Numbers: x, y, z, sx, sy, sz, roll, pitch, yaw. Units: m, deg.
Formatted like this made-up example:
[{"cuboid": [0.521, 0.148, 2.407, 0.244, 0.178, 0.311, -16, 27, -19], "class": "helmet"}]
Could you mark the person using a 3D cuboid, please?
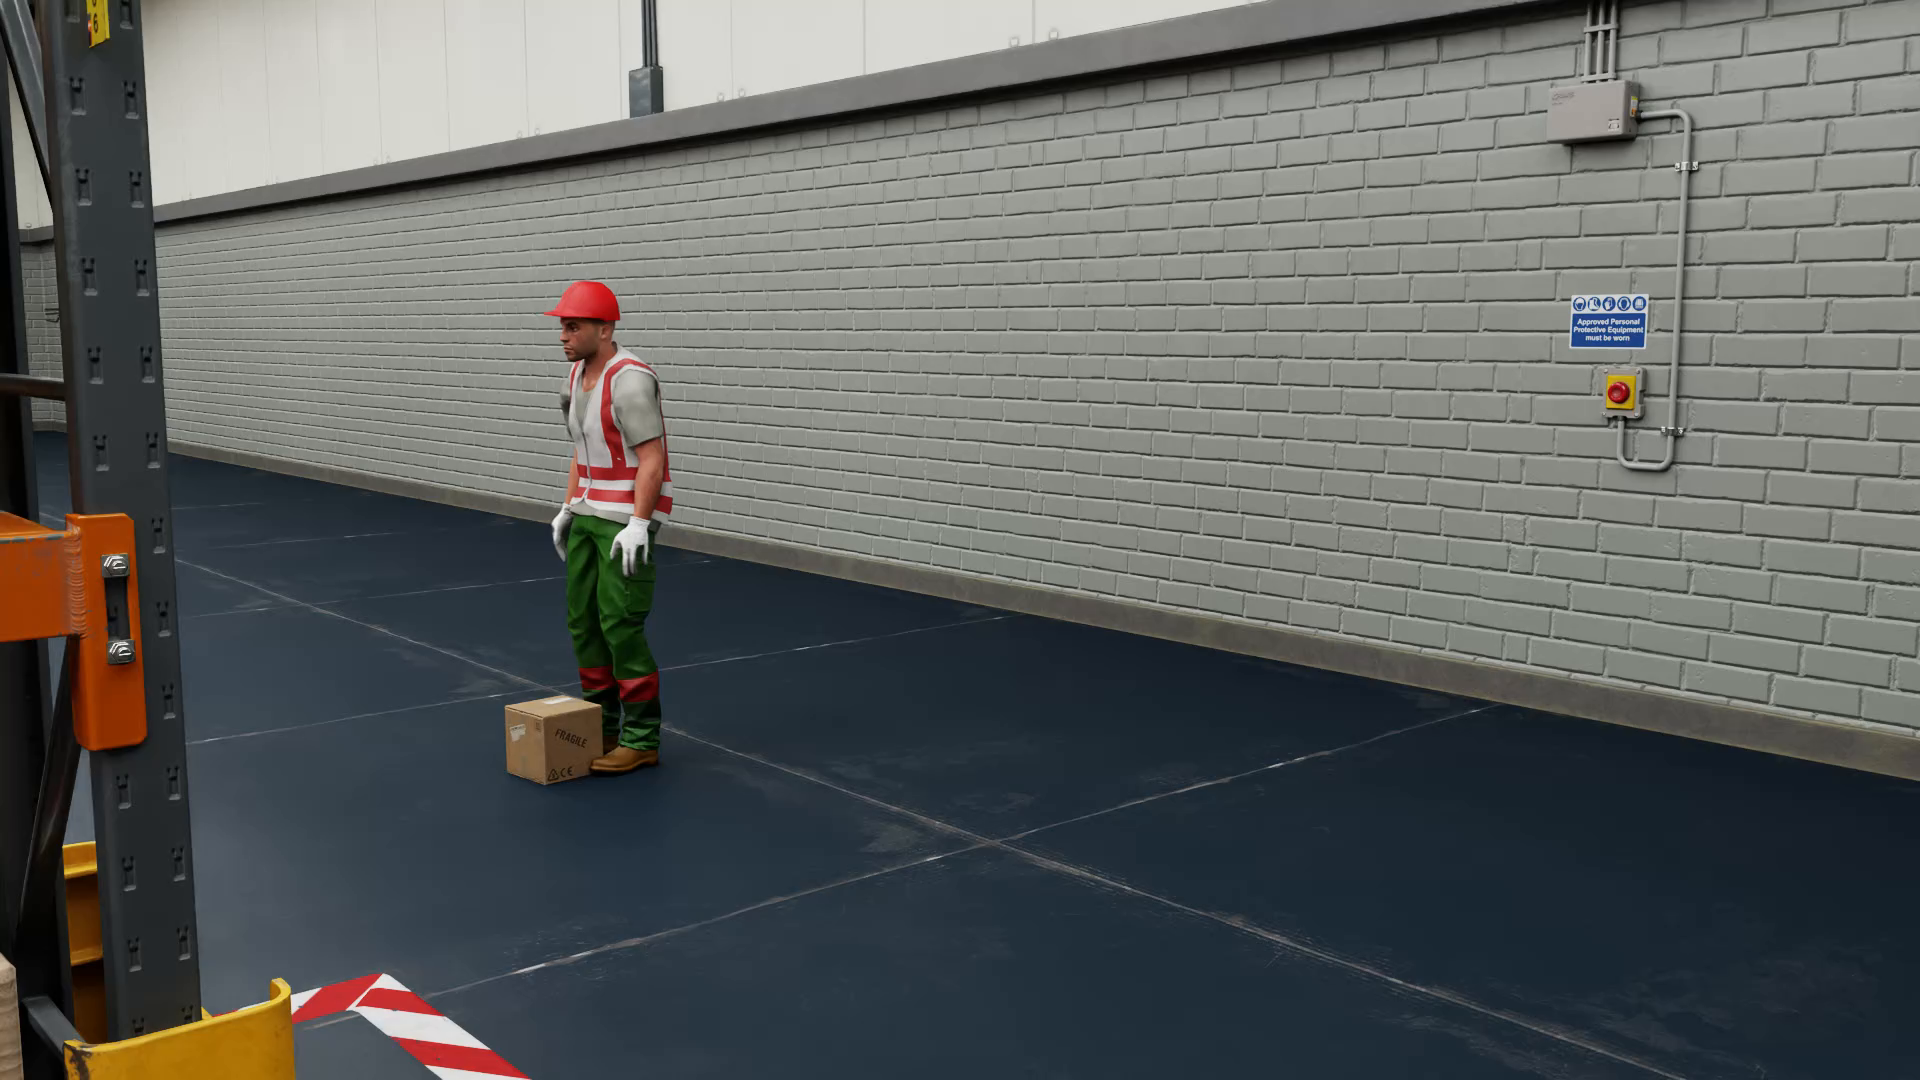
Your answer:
[{"cuboid": [-1.303, -0.051, 6.112, 0.448, 1.779, 0.610, -6, 10, -40], "class": "person"}]
